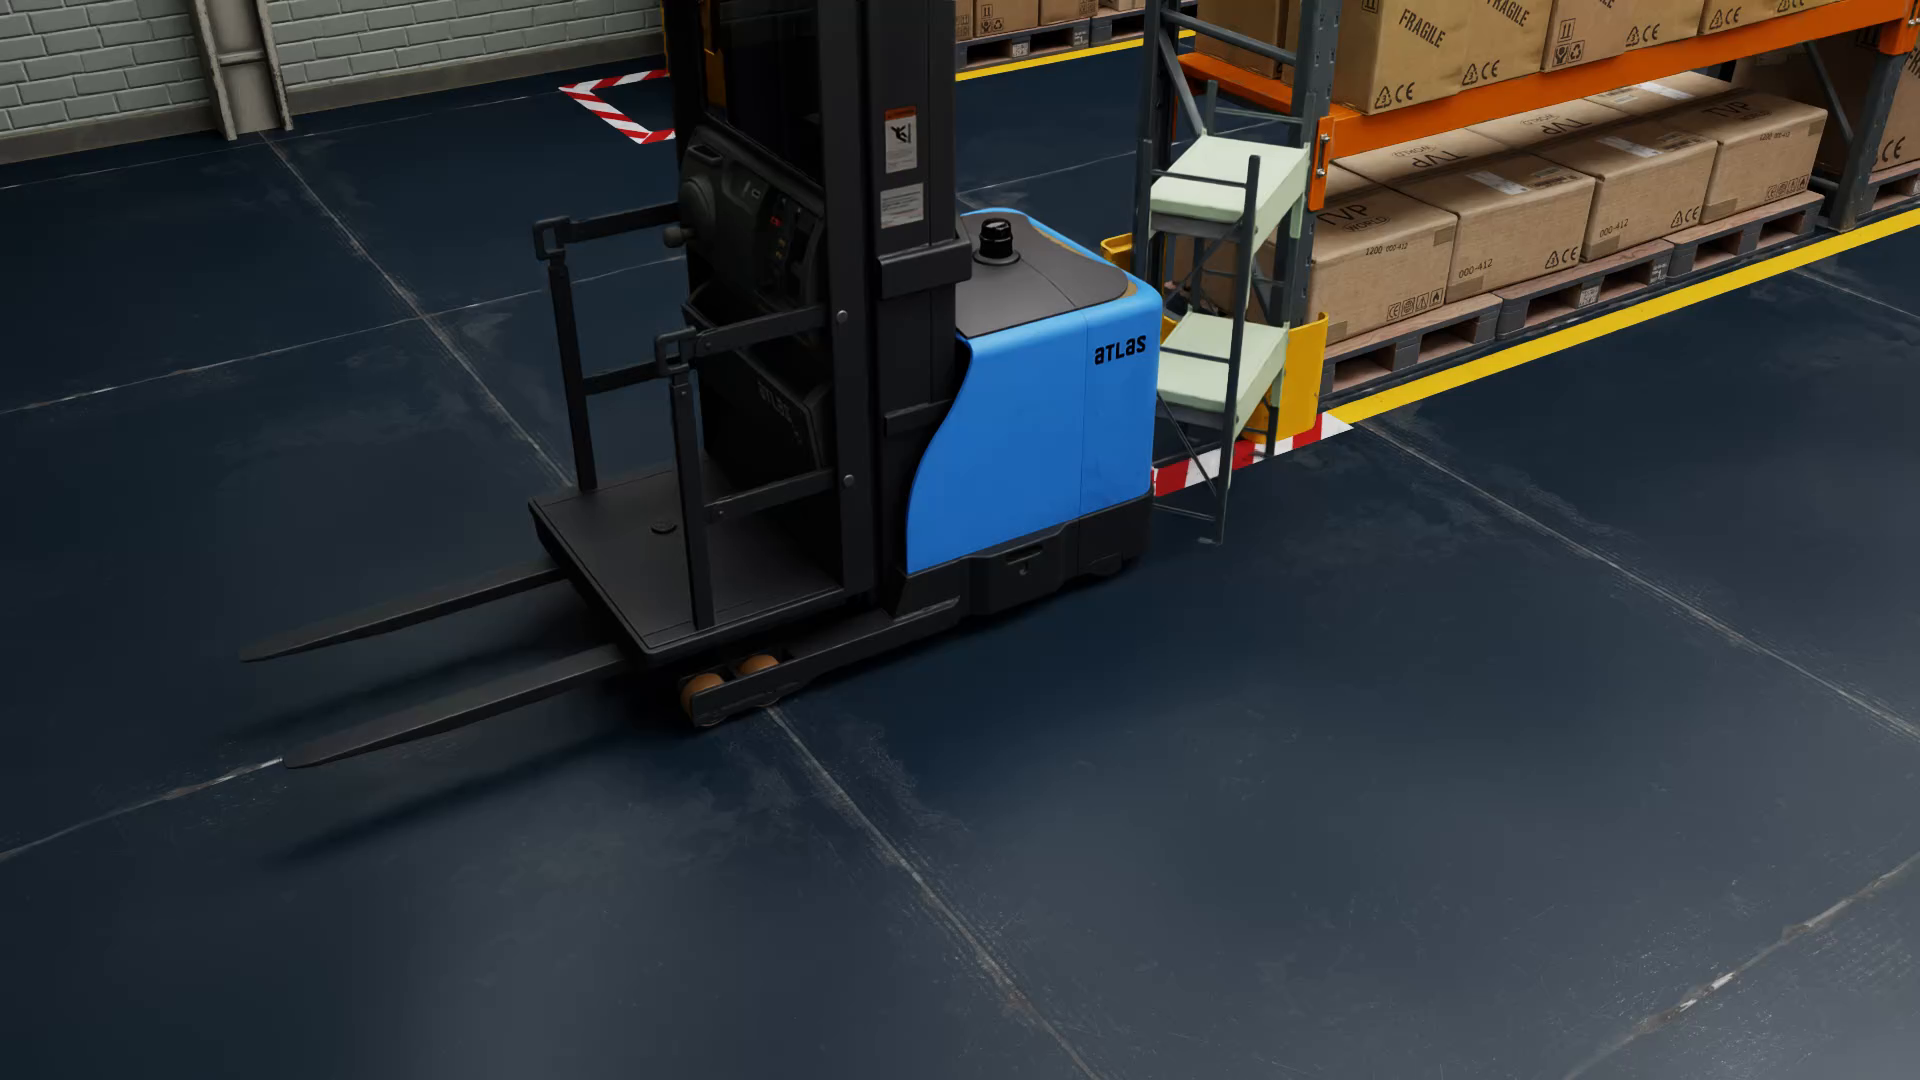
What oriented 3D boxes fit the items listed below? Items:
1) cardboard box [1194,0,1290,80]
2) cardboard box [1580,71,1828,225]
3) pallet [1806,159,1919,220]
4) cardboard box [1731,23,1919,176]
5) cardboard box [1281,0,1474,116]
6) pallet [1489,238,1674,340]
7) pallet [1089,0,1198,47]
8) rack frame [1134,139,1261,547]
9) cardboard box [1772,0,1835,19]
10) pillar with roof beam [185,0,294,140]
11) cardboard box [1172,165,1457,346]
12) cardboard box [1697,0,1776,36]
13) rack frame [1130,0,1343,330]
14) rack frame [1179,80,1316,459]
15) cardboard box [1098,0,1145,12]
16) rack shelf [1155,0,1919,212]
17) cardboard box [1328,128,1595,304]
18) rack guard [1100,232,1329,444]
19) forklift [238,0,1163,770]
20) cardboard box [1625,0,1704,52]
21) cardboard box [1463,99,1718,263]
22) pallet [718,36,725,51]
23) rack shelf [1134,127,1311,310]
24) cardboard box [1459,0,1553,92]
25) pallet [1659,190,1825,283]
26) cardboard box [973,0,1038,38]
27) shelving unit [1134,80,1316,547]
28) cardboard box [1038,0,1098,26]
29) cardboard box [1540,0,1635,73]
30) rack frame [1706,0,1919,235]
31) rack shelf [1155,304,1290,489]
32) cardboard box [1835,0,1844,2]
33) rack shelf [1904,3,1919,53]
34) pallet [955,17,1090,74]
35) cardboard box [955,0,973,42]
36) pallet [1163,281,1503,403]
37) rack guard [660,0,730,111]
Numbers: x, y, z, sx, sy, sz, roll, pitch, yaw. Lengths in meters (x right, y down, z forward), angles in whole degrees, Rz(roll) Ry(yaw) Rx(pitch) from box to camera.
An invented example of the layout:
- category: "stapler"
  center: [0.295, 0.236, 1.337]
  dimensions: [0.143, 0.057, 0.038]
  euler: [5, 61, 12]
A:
- category: "cardboard box"
  center: [1.346, -2.270, 6.943]
  dimensions: [0.500, 0.500, 0.500]
  euler: [-19, 37, -27]
- category: "cardboard box"
  center: [3.860, -2.086, 8.754]
  dimensions: [0.875, 0.438, 0.875]
  euler: [-20, 37, -28]
- category: "pallet"
  center: [5.054, -2.203, 9.545]
  dimensions: [1.213, 0.211, 1.003]
  euler: [-19, 37, -27]
- category: "cardboard box"
  center: [4.924, -2.620, 9.189]
  dimensions: [0.875, 0.875, 0.875]
  euler: [-18, 36, -26]
- category: "cardboard box"
  center: [1.643, -2.022, 6.550]
  dimensions: [0.500, 0.500, 0.500]
  euler: [-19, 37, -28]
- category: "pallet"
  center: [2.738, -1.407, 8.282]
  dimensions: [1.213, 0.211, 1.003]
  euler: [-19, 37, -27]
- category: "pallet"
  center: [1.176, -3.973, 12.351]
  dimensions: [1.213, 0.211, 1.003]
  euler: [-19, 37, -27]
- category: "rack frame"
  center: [0.796, -0.658, 5.888]
  dimensions: [0.400, 1.500, 0.023]
  euler: [14, 35, 20]
- category: "cardboard box"
  center: [3.765, -2.768, 7.733]
  dimensions: [0.500, 0.500, 0.500]
  euler: [-20, 37, -28]
- category: "pillar with roof beam"
  center: [-2.031, -4.426, 4.832]
  dimensions: [0.400, 9.000, 9.100]
  euler: [-19, 37, -27]
- category: "cardboard box"
  center: [1.584, -1.299, 7.506]
  dimensions: [0.875, 0.438, 0.875]
  euler: [-20, 38, -29]
- category: "cardboard box"
  center: [3.350, -2.616, 7.492]
  dimensions: [0.500, 0.500, 0.500]
  euler: [-20, 37, -28]
- category: "rack frame"
  center: [1.084, -1.969, 6.561]
  dimensions: [0.127, 3.000, 1.000]
  euler: [-19, 37, -27]
- category: "rack frame"
  center: [1.096, -1.014, 6.452]
  dimensions: [0.400, 1.500, 0.023]
  euler: [14, 35, 20]
- category: "cardboard box"
  center: [1.144, -3.976, 11.910]
  dimensions: [0.258, 0.266, 0.396]
  euler: [-18, 36, -26]
- category: "rack shelf"
  center: [2.765, -2.243, 7.669]
  dimensions: [4.000, 0.370, 1.077]
  euler: [-19, 37, -27]
- category: "cardboard box"
  center: [2.349, -1.567, 7.931]
  dimensions: [0.875, 0.438, 0.875]
  euler: [-18, 36, -26]
- category: "rack guard"
  center: [1.064, -0.905, 7.217]
  dimensions: [0.348, 0.500, 1.175]
  euler: [-19, 37, -27]
- category: "forklift"
  center: [-0.826, -0.968, 5.037]
  dimensions: [3.031, 2.935, 1.130]
  euler: [-18, 37, -26]
- category: "cardboard box"
  center: [2.902, -2.472, 7.263]
  dimensions: [0.500, 0.500, 0.500]
  euler: [-18, 36, -26]
- category: "cardboard box"
  center: [3.108, -1.827, 8.343]
  dimensions: [0.875, 0.438, 0.875]
  euler: [-20, 37, -29]
- category: "pallet"
  center: [-0.875, -3.268, 11.232]
  dimensions: [1.213, 0.211, 1.003]
  euler: [-19, 37, -27]
- category: "rack shelf"
  center: [0.946, -1.166, 5.962]
  dimensions: [0.431, 0.370, 0.720]
  euler: [14, 35, 20]
- category: "cardboard box"
  center: [2.053, -2.180, 6.801]
  dimensions: [0.500, 0.500, 0.500]
  euler: [-20, 37, -28]
- category: "pallet"
  center: [3.764, -1.762, 8.845]
  dimensions: [1.213, 0.211, 1.003]
  euler: [-19, 37, -27]
- category: "cardboard box"
  center: [0.195, -3.787, 11.391]
  dimensions: [0.500, 0.500, 0.500]
  euler: [-18, 37, -26]
- category: "shelving unit"
  center: [0.946, -0.836, 6.170]
  dimensions: [0.431, 1.500, 0.755]
  euler: [14, 35, 20]
- category: "cardboard box"
  center: [0.569, -3.979, 11.695]
  dimensions: [0.500, 0.500, 0.700]
  euler: [-20, 38, -29]
- category: "cardboard box"
  center: [2.490, -2.319, 7.022]
  dimensions: [0.500, 0.500, 0.500]
  euler: [-19, 37, -28]
- category: "rack frame"
  center: [4.446, -3.126, 8.394]
  dimensions: [0.127, 3.000, 1.000]
  euler: [-19, 37, -27]
- category: "rack shelf"
  center: [0.946, -0.561, 6.344]
  dimensions: [0.431, 0.370, 0.720]
  euler: [14, 35, 20]
- category: "cardboard box"
  center: [4.194, -2.919, 7.973]
  dimensions: [0.500, 0.500, 0.500]
  euler: [-19, 37, -27]
- category: "rack shelf"
  center: [6.127, -3.400, 9.502]
  dimensions: [4.000, 0.370, 1.077]
  euler: [-19, 37, -27]
- category: "pallet"
  center: [0.149, -3.618, 11.788]
  dimensions: [1.213, 0.211, 1.003]
  euler: [-19, 37, -27]
- category: "cardboard box"
  center: [-0.304, -3.679, 11.219]
  dimensions: [0.500, 0.500, 0.700]
  euler: [-17, 36, -25]
- category: "pallet"
  center: [1.713, -1.056, 7.727]
  dimensions: [1.213, 0.211, 1.003]
  euler: [-19, 37, -27]
- category: "rack guard"
  center: [-1.545, -3.159, 10.789]
  dimensions: [0.348, 0.500, 1.175]
  euler: [-19, 37, -27]
